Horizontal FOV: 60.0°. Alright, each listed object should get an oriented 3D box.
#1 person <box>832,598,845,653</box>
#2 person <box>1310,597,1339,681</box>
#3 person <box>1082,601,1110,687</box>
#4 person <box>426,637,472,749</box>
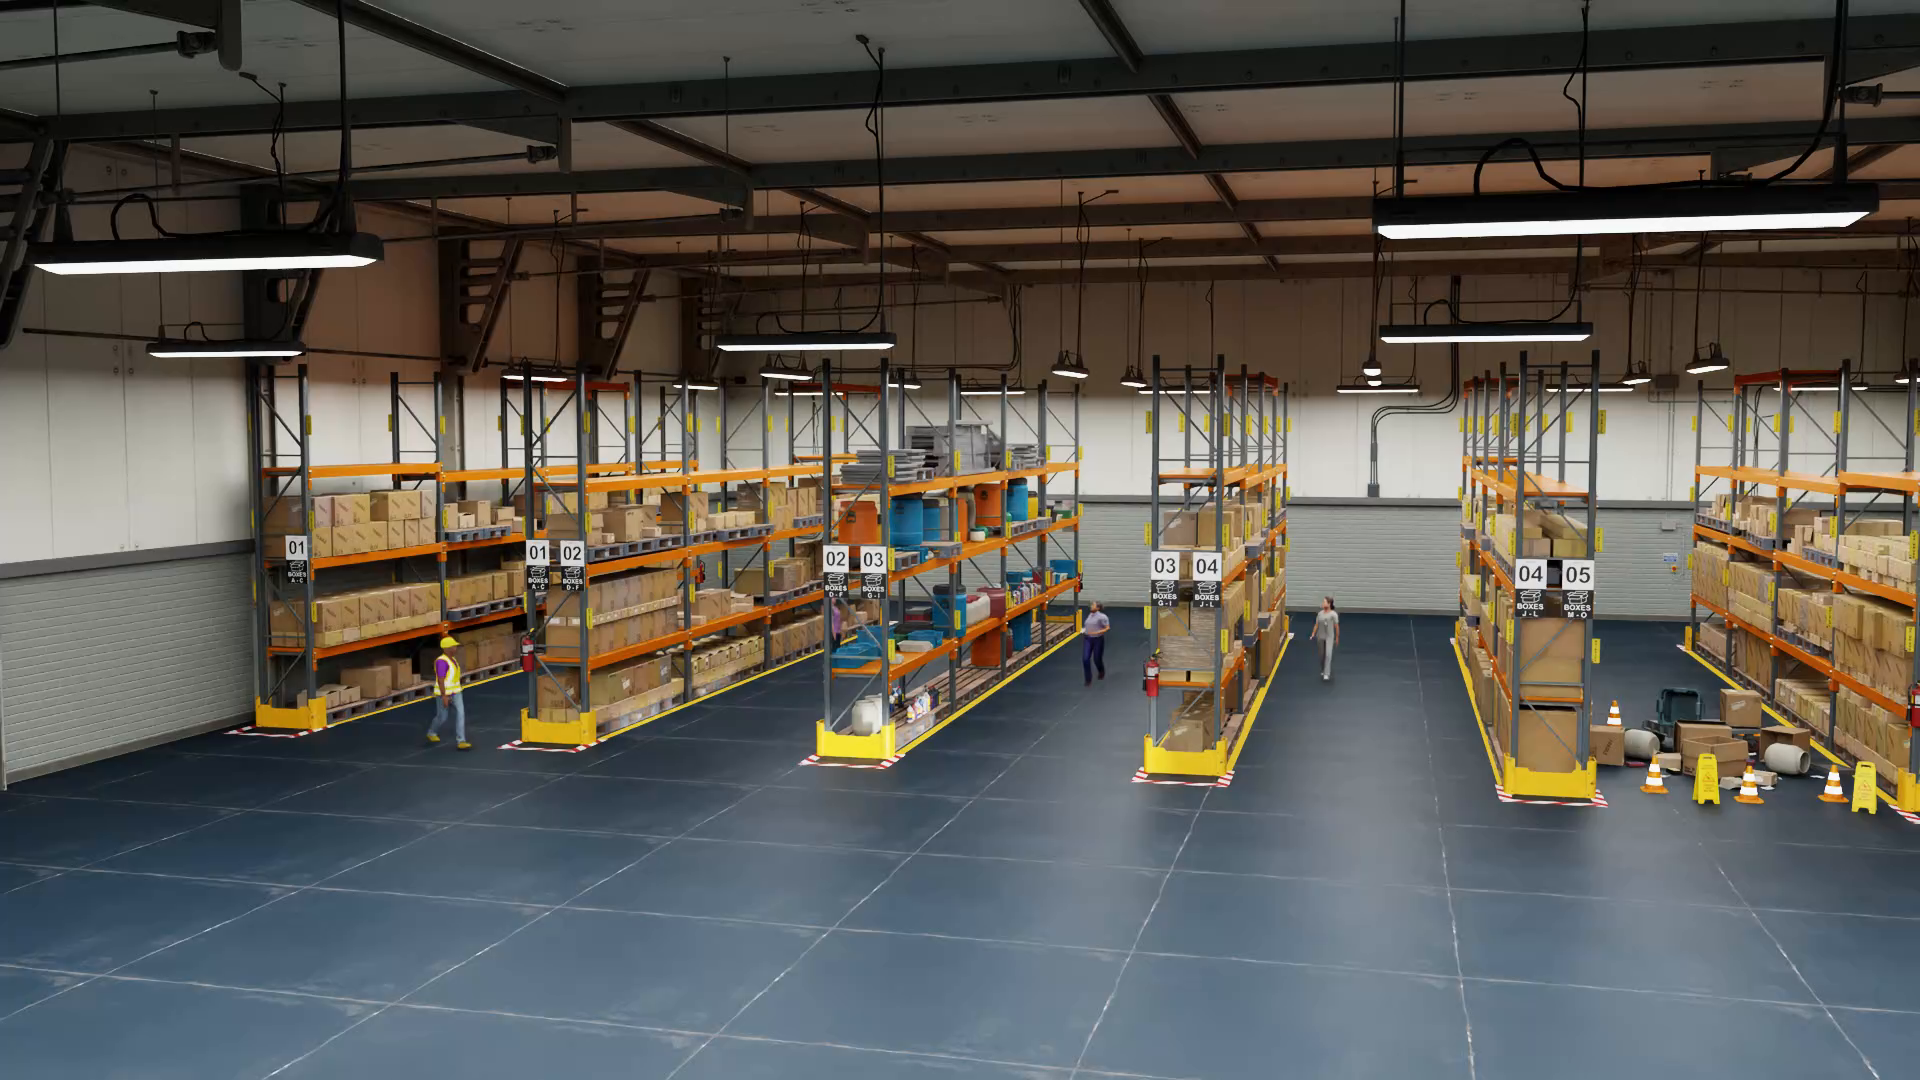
[{"bbox_3d":[-2.520,1.896,33.561,0.343,1.616,0.466,1,4,10],"label":"person"},{"bbox_3d":[7.172,1.930,32.711,0.555,1.624,1.004,1,4,19],"label":"person"},{"bbox_3d":[2.662,2.002,32.132,0.537,1.669,0.746,1,4,18],"label":"person"},{"bbox_3d":[-7.967,2.373,25.810,0.957,1.732,0.506,4,5,44],"label":"person"}]
